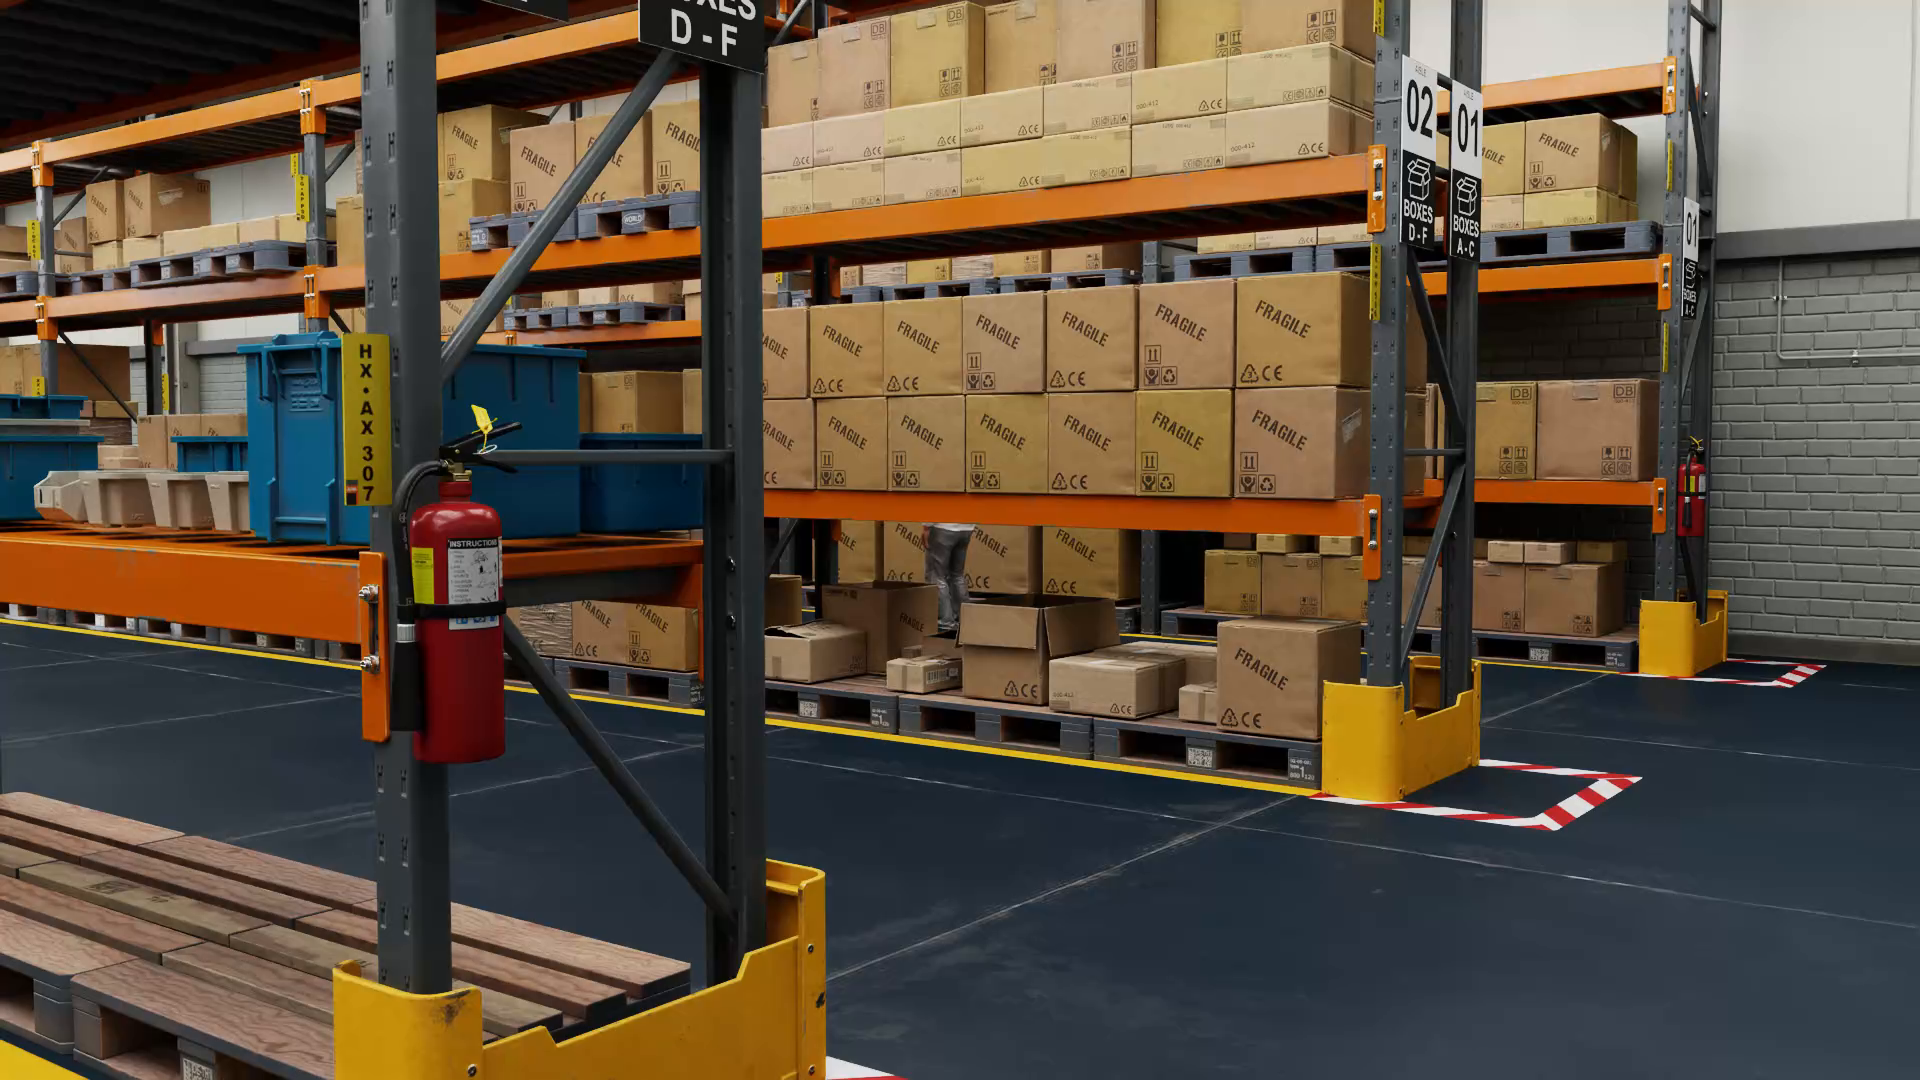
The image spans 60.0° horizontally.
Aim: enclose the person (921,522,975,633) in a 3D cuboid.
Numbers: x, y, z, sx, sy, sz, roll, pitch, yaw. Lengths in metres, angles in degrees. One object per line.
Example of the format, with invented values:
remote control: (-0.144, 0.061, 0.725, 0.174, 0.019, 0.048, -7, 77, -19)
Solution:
person: (-0.118, -0.102, 13.498, 0.461, 1.772, 0.594, 2, 4, 34)
